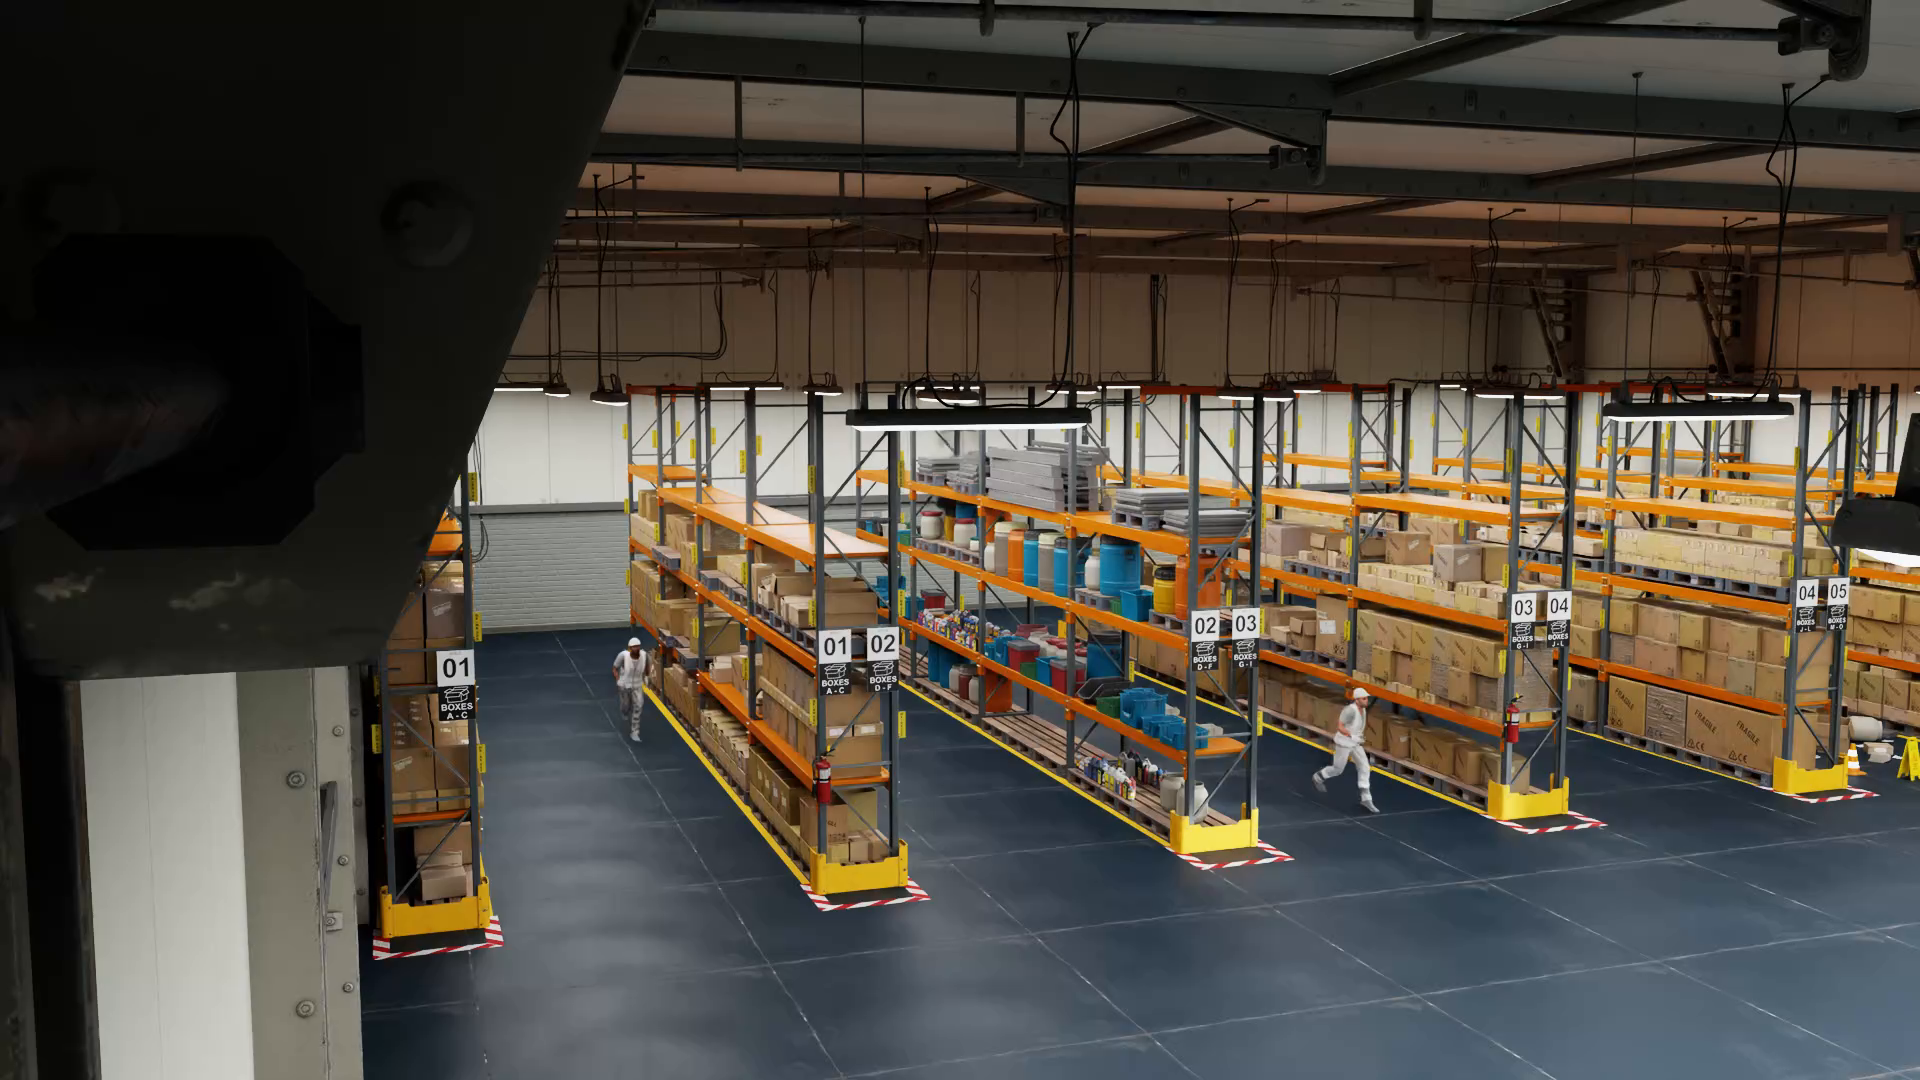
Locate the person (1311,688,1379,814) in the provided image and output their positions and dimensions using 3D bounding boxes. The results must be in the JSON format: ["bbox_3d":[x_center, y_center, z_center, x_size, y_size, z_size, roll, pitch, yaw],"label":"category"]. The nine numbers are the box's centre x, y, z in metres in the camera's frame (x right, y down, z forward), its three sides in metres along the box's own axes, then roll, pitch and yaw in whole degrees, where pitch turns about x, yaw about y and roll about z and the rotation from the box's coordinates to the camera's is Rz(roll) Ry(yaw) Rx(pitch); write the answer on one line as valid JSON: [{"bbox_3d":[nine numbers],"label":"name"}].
[{"bbox_3d":[5.574,2.981,24.015,0.660,1.774,1.134,-5,8,-41],"label":"person"}]

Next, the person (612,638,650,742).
[{"bbox_3d":[-5.652,2.528,28.614,0.680,1.769,1.014,-3,6,-23],"label":"person"}]

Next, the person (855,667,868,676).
[{"bbox_3d":[-1.822,2.528,28.880,0.562,1.655,0.548,-3,7,-29],"label":"person"}]

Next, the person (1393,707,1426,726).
[{"bbox_3d":[8.064,2.437,29.672,0.655,1.737,0.968,-3,7,-26],"label":"person"}]

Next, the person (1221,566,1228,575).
[{"bbox_3d":[6.208,1.372,39.916,0.744,1.691,0.546,2,6,21],"label":"person"}]
